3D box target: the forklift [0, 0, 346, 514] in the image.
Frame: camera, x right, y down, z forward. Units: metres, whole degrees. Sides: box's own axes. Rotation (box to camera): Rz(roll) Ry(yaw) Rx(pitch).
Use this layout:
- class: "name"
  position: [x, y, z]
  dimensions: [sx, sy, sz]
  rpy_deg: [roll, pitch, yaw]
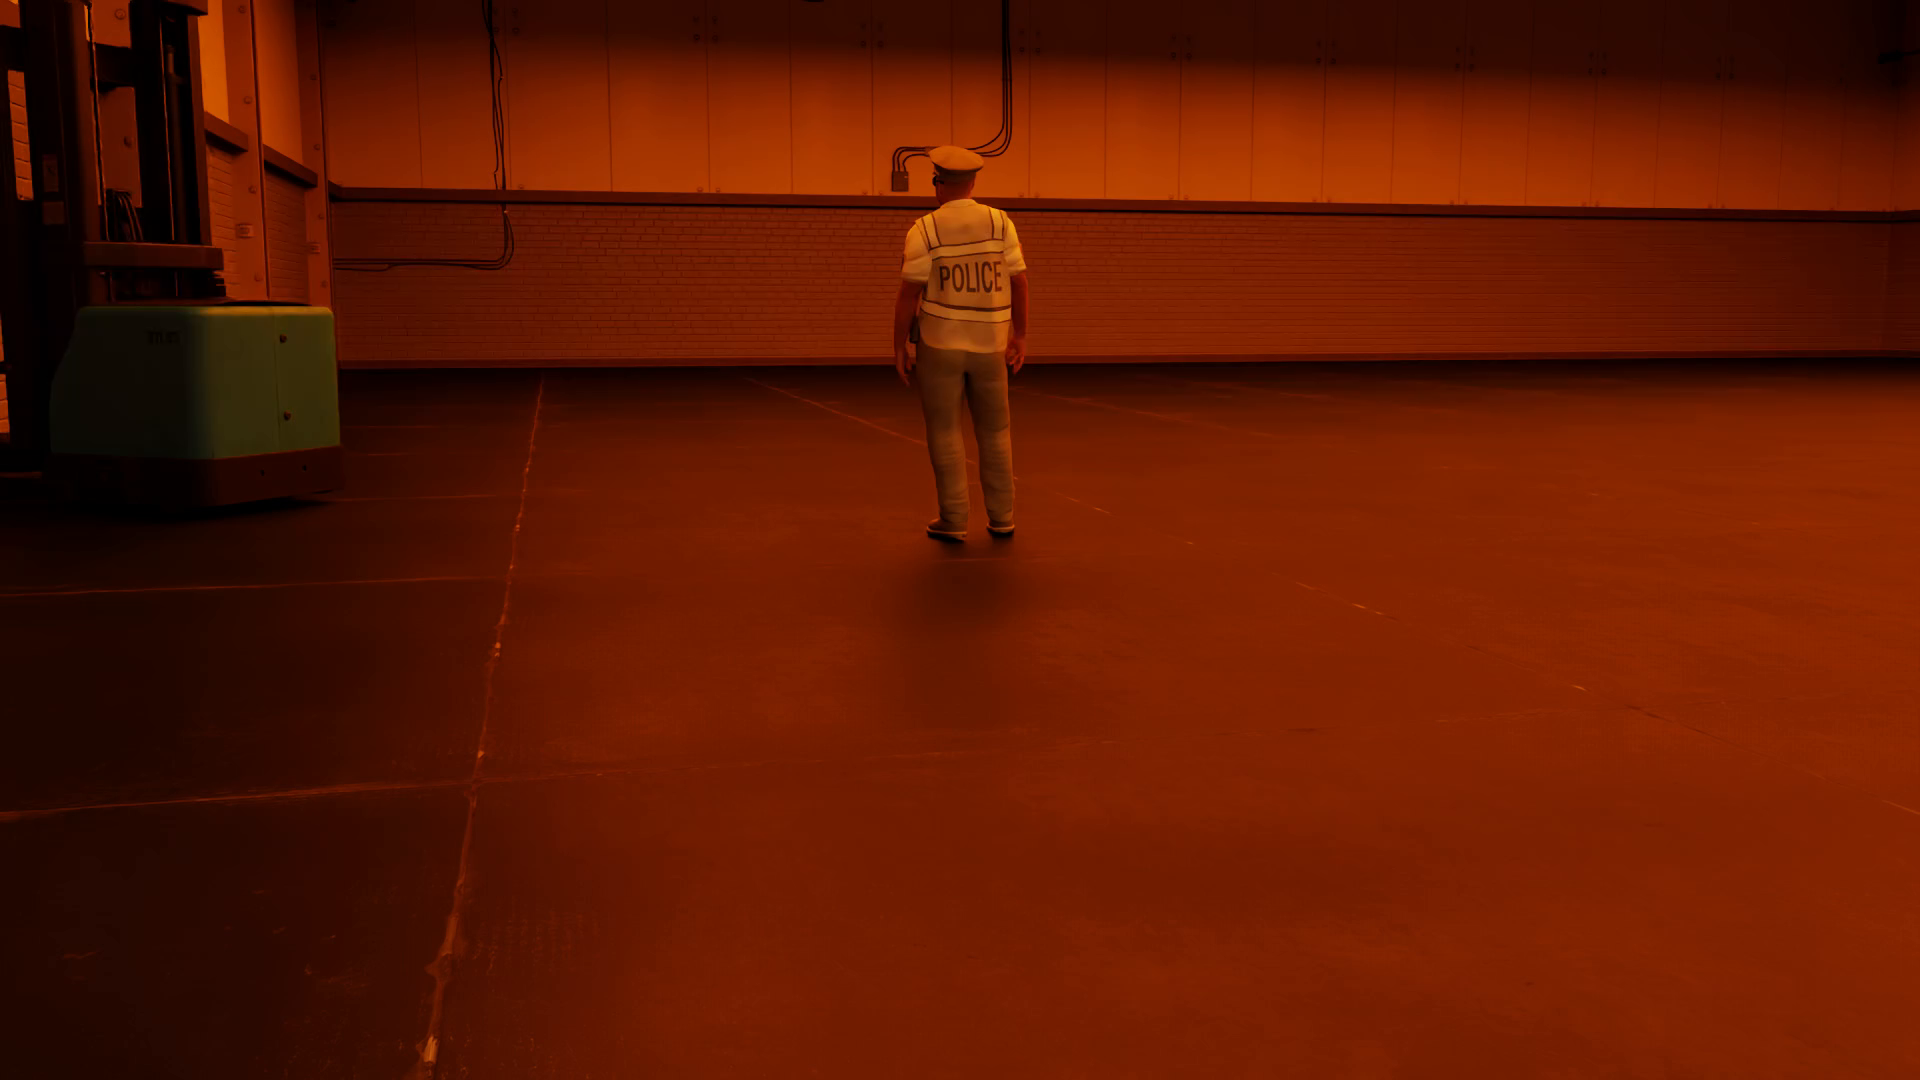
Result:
- class: "forklift"
  position: [-4.992, -1.686, 9.175]
  dimensions: [3.031, 2.935, 1.130]
  rpy_deg: [3, 9, 21]

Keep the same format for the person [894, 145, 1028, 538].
- class: "person"
  position: [-0.006, -0.900, 7.660]
  dimensions: [0.640, 1.781, 0.575]
  rpy_deg: [-2, 8, -13]
